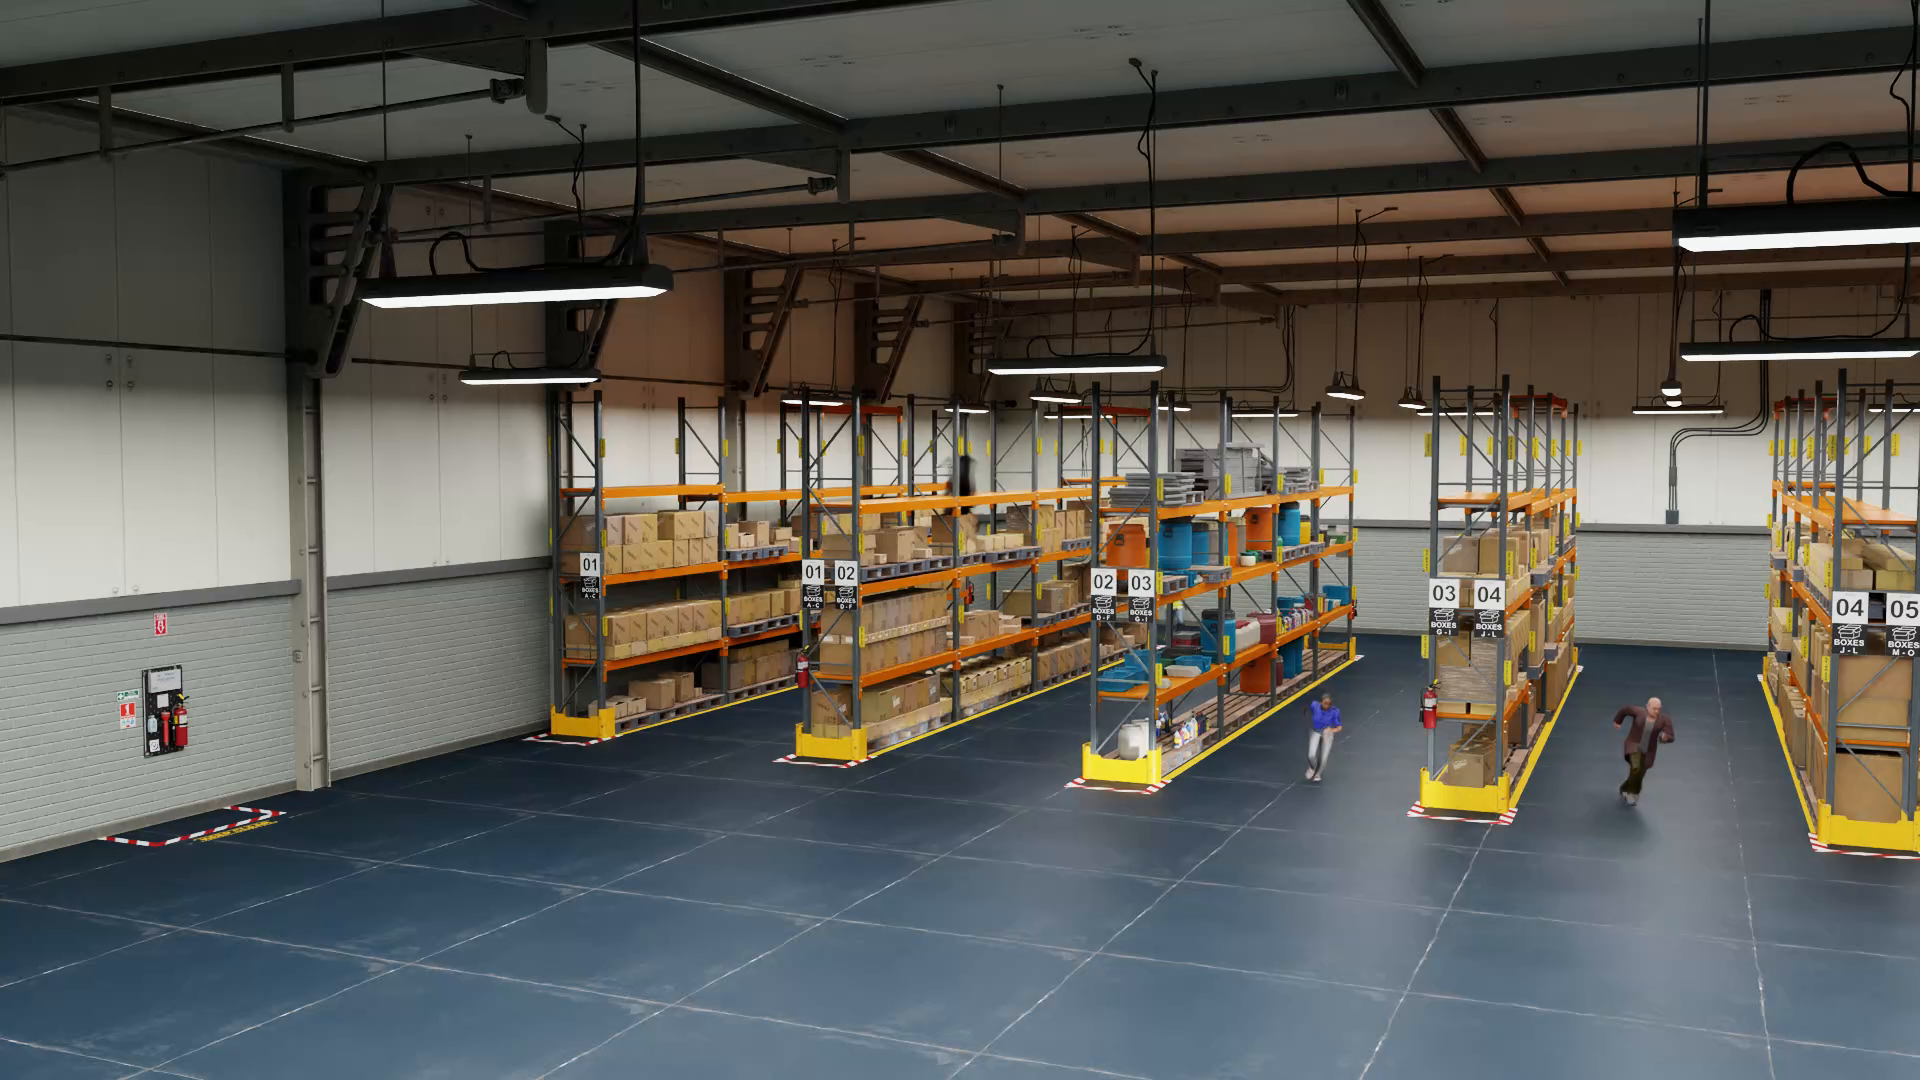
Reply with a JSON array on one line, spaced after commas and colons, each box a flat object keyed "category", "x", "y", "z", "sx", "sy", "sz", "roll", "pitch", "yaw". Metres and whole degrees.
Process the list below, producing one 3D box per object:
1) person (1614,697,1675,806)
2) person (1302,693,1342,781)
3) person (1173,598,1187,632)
[{"category": "person", "x": 9.540, "y": 2.918, "z": 23.170, "sx": 0.666, "sy": 1.550, "sz": 1.146, "roll": 0, "pitch": 3, "yaw": 6}, {"category": "person", "x": 5.353, "y": 2.947, "z": 24.634, "sx": 0.594, "sy": 1.353, "sz": 0.974, "roll": 1, "pitch": 3, "yaw": 13}, {"category": "person", "x": 5.474, "y": 1.788, "z": 42.335, "sx": 0.676, "sy": 1.812, "sz": 0.827, "roll": 0, "pitch": 3, "yaw": -6}]
